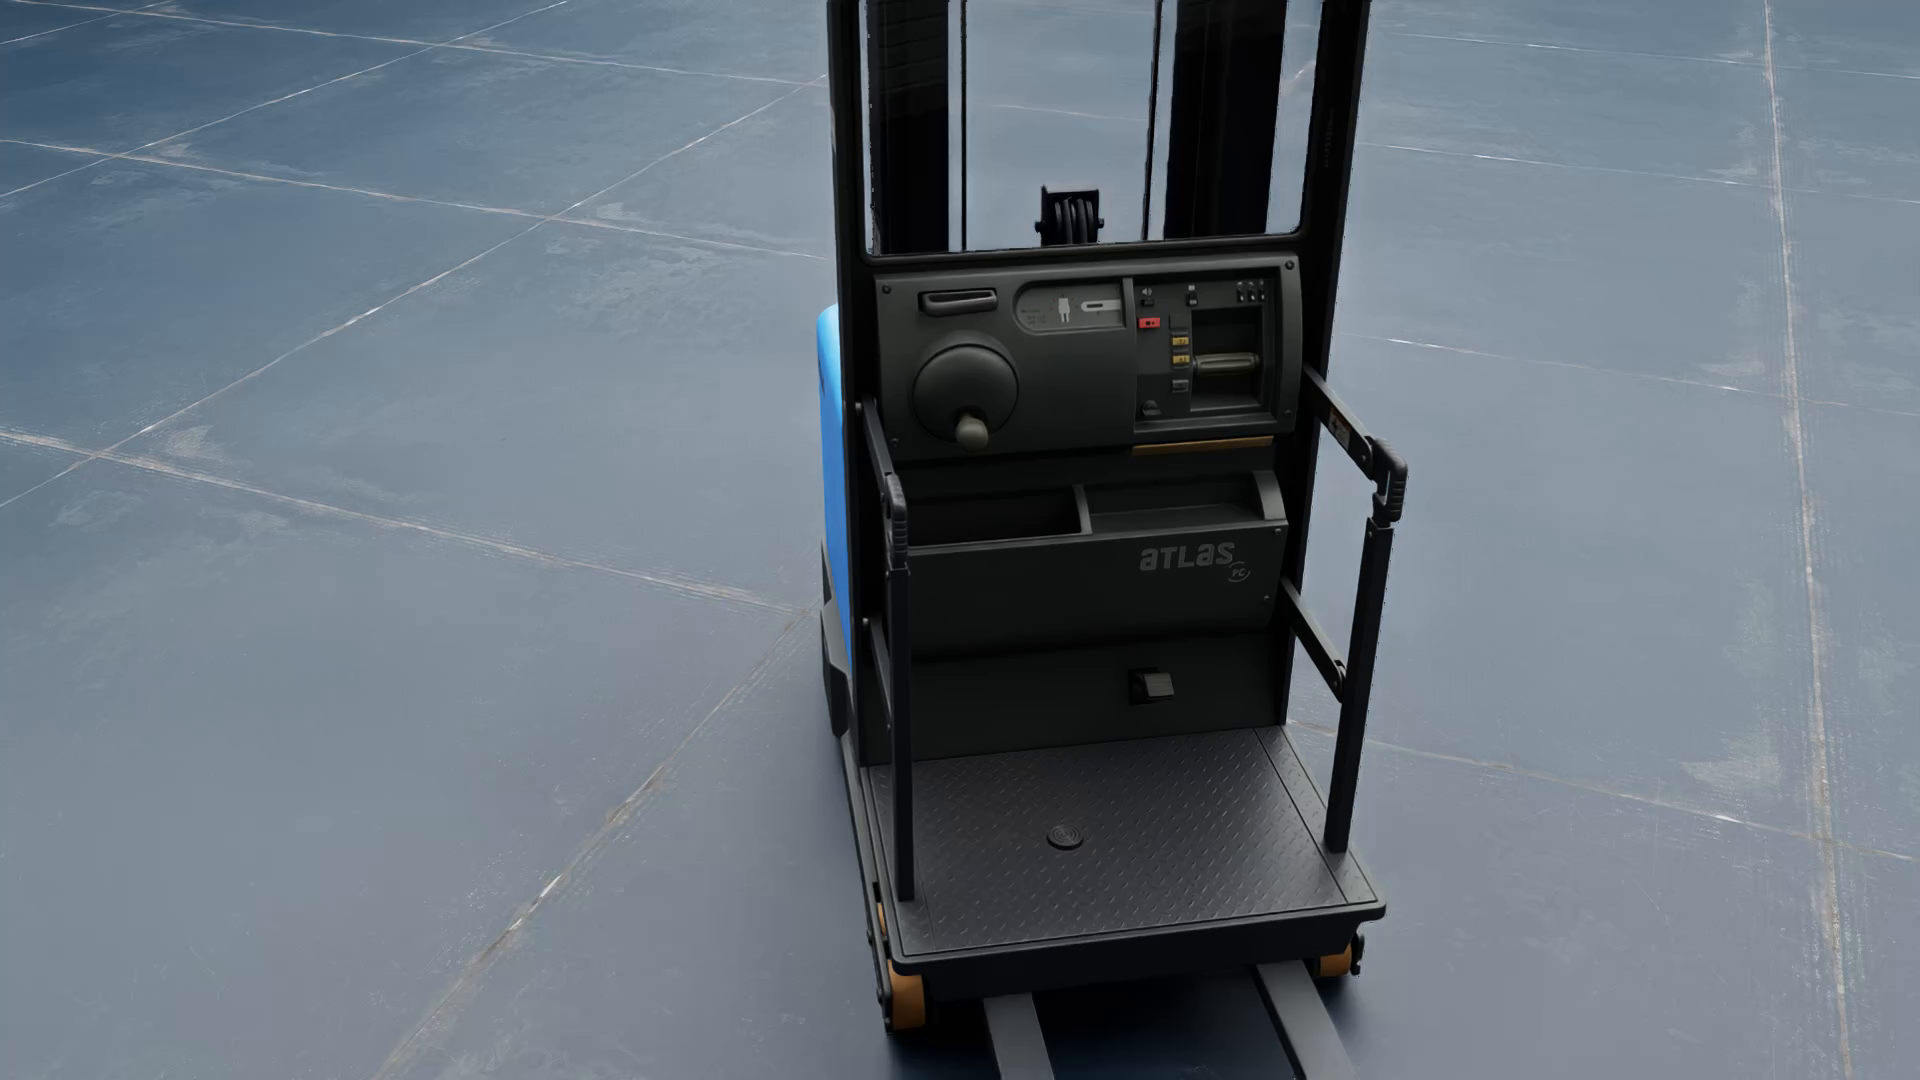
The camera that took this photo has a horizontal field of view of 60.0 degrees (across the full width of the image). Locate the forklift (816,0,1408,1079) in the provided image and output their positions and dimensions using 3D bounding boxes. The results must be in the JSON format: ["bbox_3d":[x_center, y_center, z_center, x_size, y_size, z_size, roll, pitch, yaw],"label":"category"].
[{"bbox_3d":[0.322,-0.356,3.401,1.130,2.935,3.031,-5,30,-8],"label":"forklift"}]
